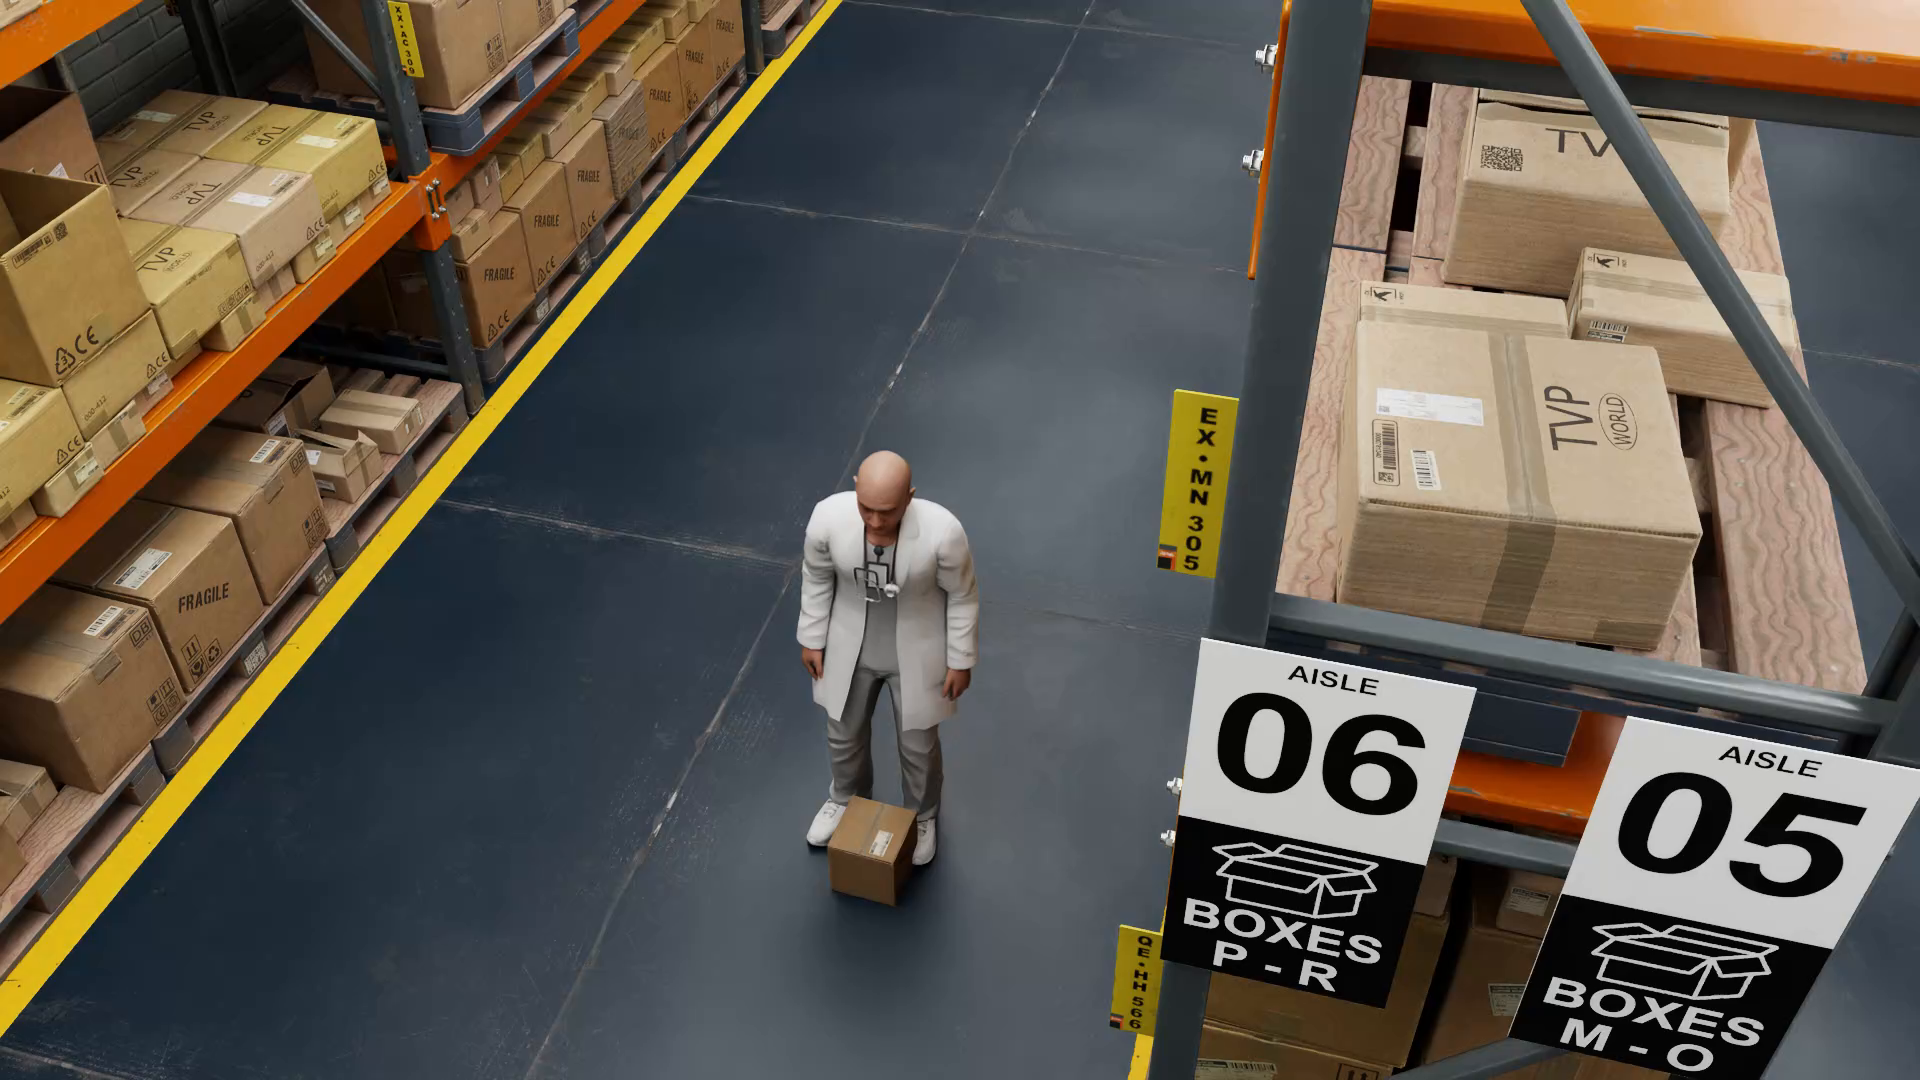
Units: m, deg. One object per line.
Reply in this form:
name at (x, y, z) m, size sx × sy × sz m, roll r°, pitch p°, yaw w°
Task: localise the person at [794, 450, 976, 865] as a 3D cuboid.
person at (-0.258, 0.390, 5.712) m, size 0.643 × 1.775 × 0.423 m, roll 10°, pitch 42°, yaw 12°
